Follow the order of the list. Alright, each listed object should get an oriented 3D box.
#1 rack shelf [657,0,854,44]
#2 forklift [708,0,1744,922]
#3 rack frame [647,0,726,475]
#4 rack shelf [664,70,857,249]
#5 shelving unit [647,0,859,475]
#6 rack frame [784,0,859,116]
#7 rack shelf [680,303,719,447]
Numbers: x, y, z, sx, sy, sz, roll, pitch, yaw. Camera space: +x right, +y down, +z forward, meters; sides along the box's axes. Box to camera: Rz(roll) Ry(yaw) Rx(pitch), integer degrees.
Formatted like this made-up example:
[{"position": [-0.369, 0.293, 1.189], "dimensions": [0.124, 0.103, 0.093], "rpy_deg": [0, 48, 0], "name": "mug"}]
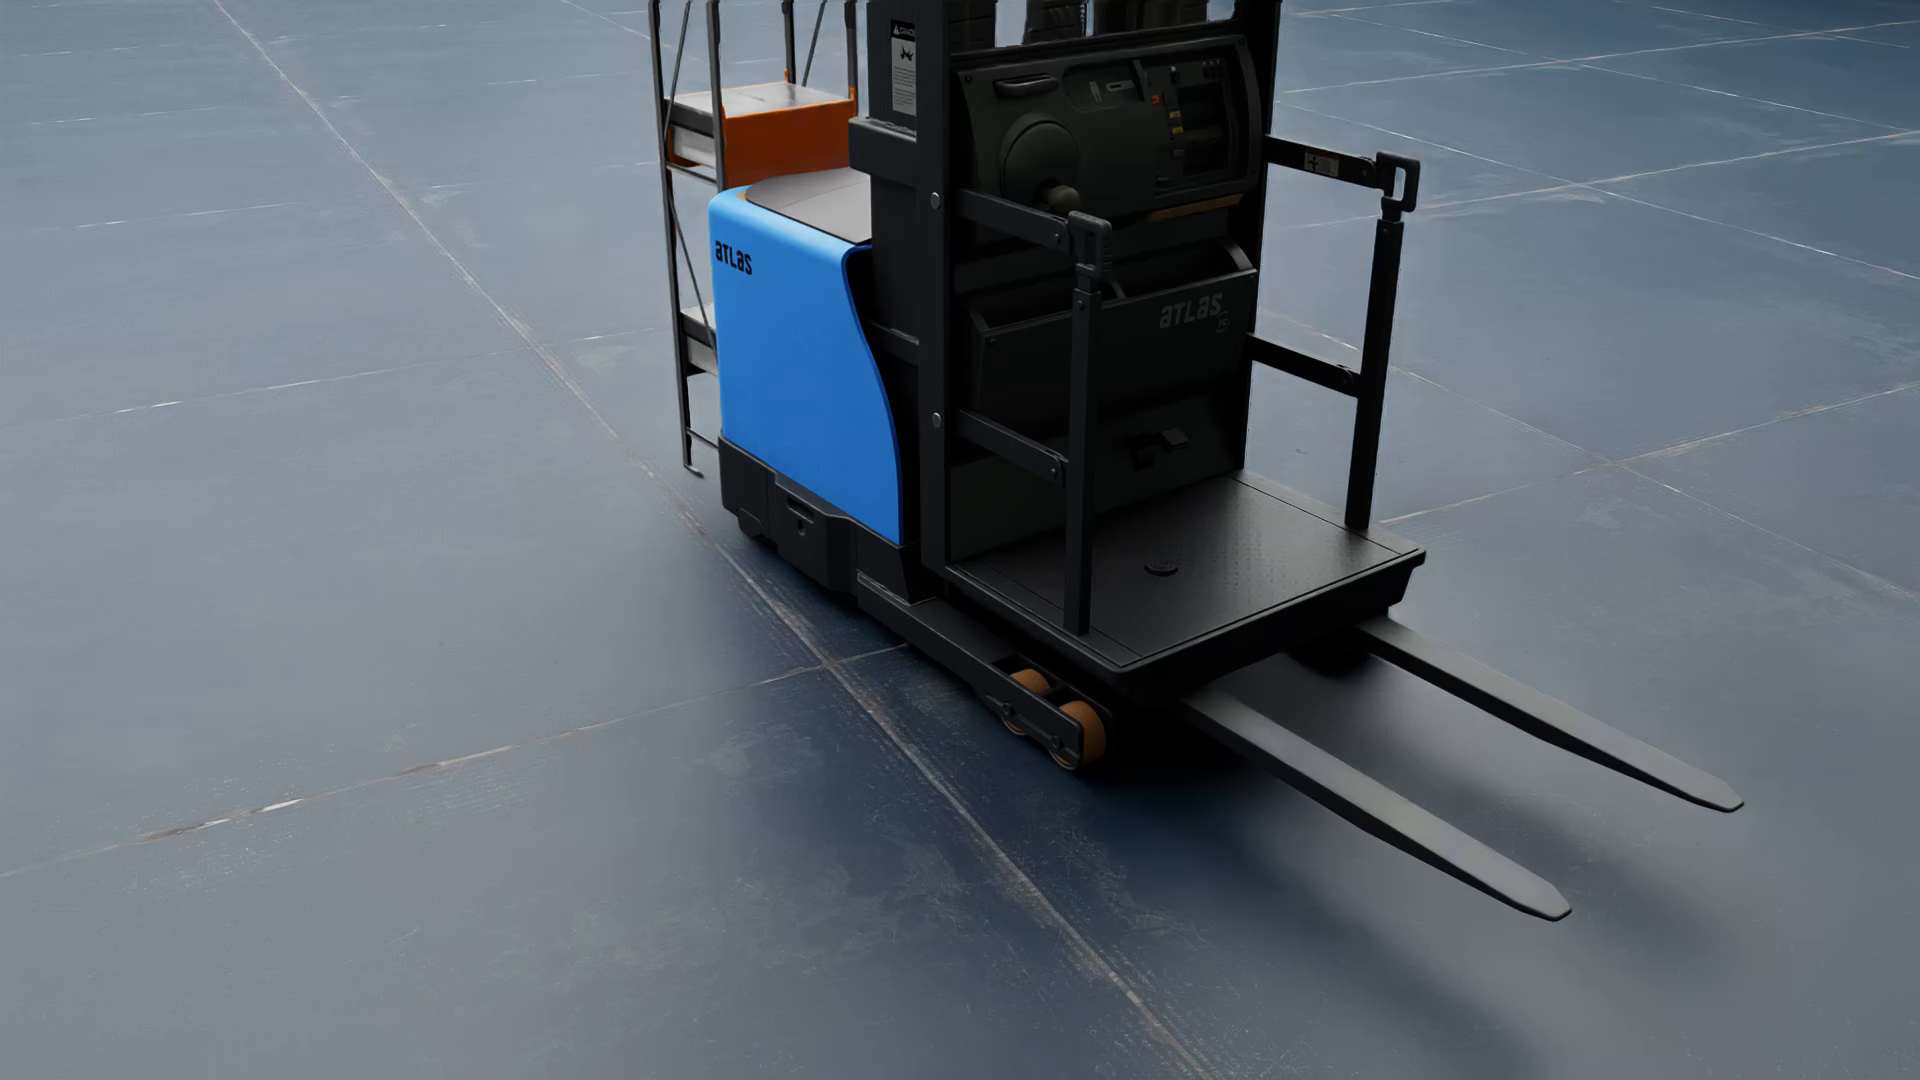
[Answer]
[{"position": [-0.640, -1.817, 5.024], "dimensions": [0.480, 0.518, 0.431], "rpy_deg": [-18, 31, -33], "name": "rack shelf"}, {"position": [0.516, -0.999, 3.944], "dimensions": [1.130, 2.935, 3.031], "rpy_deg": [-18, 31, -32], "name": "forklift"}, {"position": [-0.834, -1.135, 5.187], "dimensions": [0.015, 2.100, 0.400], "rpy_deg": [-18, 31, -33], "name": "rack frame"}, {"position": [-0.640, -1.186, 5.327], "dimensions": [0.480, 0.518, 0.431], "rpy_deg": [-18, 31, -33], "name": "rack shelf"}, {"position": [-0.640, -1.199, 5.321], "dimensions": [0.503, 2.100, 0.431], "rpy_deg": [-18, 31, -33], "name": "shelving unit"}, {"position": [-0.446, -1.263, 5.454], "dimensions": [0.015, 2.100, 0.400], "rpy_deg": [-18, 31, -33], "name": "rack frame"}, {"position": [-0.640, -0.555, 5.630], "dimensions": [0.480, 0.518, 0.431], "rpy_deg": [-18, 31, -33], "name": "rack shelf"}]
